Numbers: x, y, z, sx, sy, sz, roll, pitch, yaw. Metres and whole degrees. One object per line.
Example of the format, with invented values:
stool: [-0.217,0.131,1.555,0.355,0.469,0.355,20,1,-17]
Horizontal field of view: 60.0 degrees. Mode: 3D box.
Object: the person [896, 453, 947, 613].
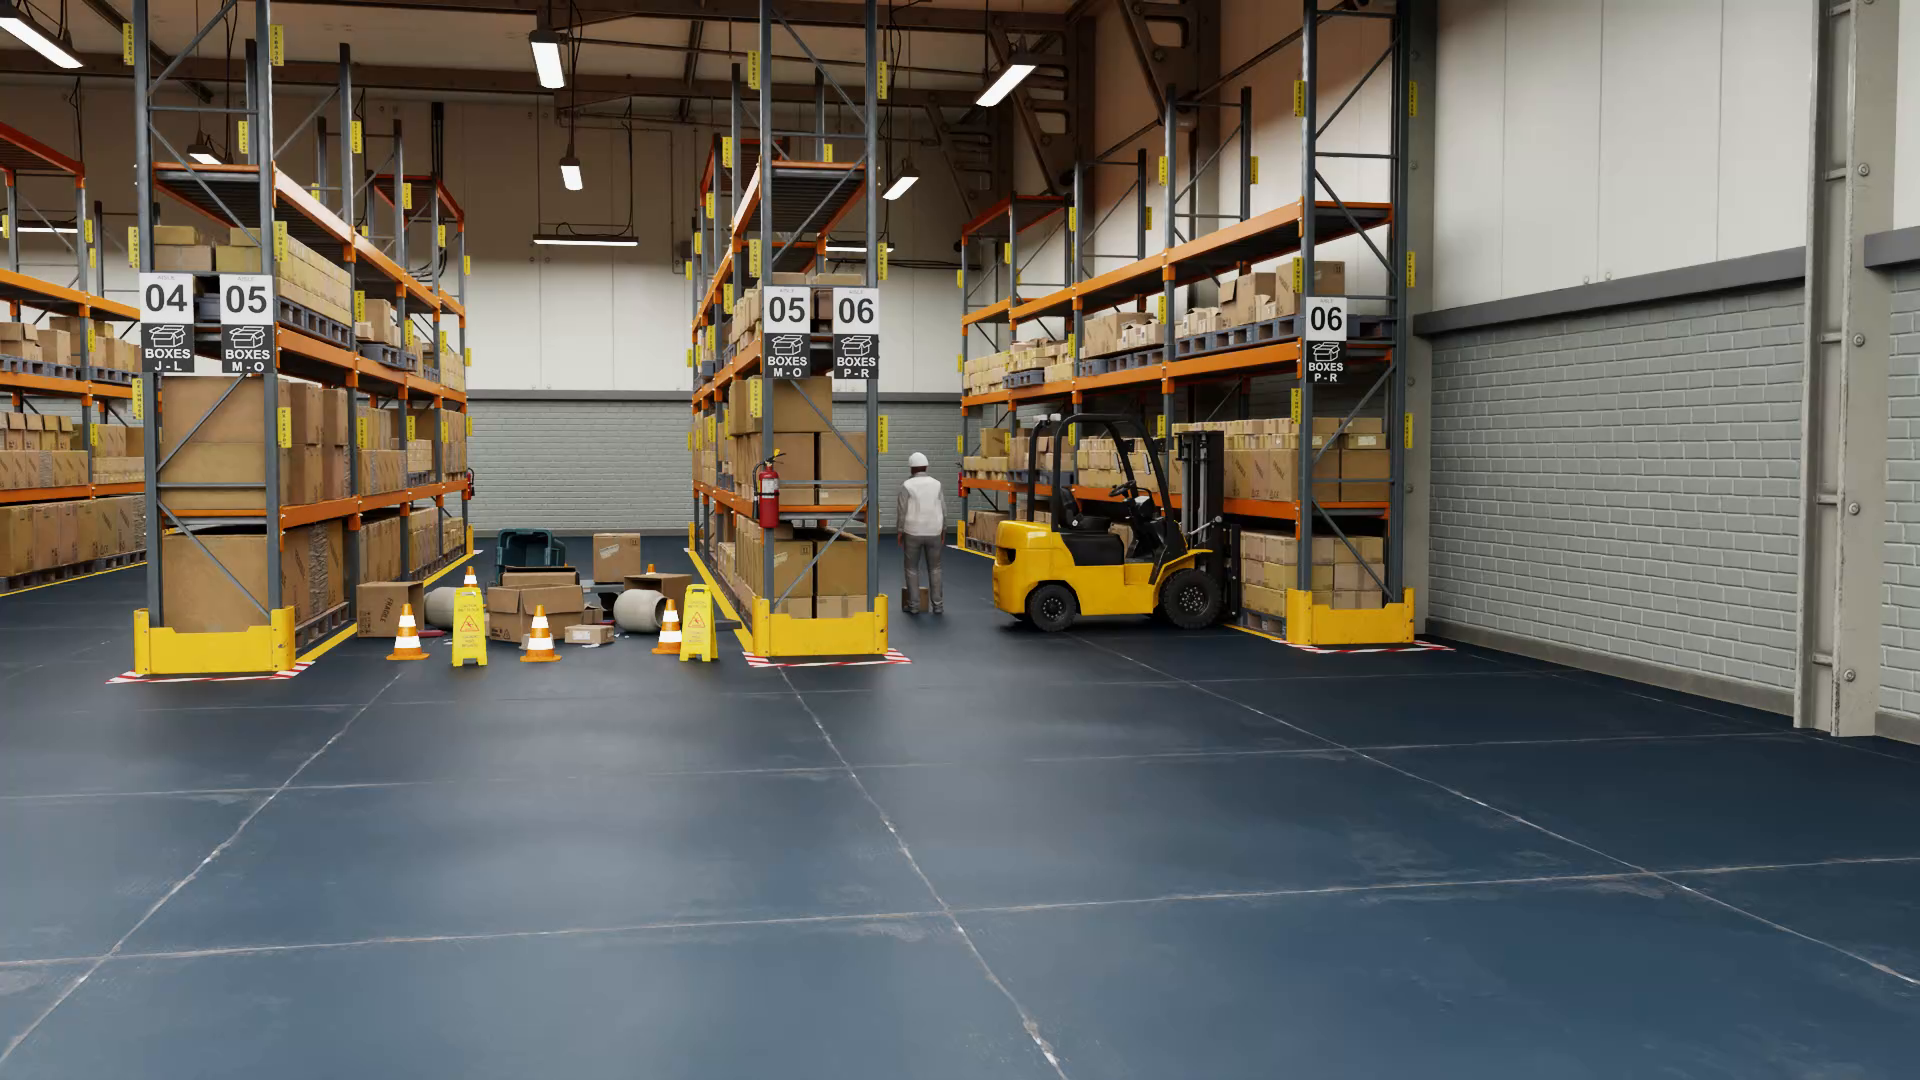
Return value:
person: [-0.427,-0.080,18.391,0.582,1.770,0.470,-1,3,-18]
